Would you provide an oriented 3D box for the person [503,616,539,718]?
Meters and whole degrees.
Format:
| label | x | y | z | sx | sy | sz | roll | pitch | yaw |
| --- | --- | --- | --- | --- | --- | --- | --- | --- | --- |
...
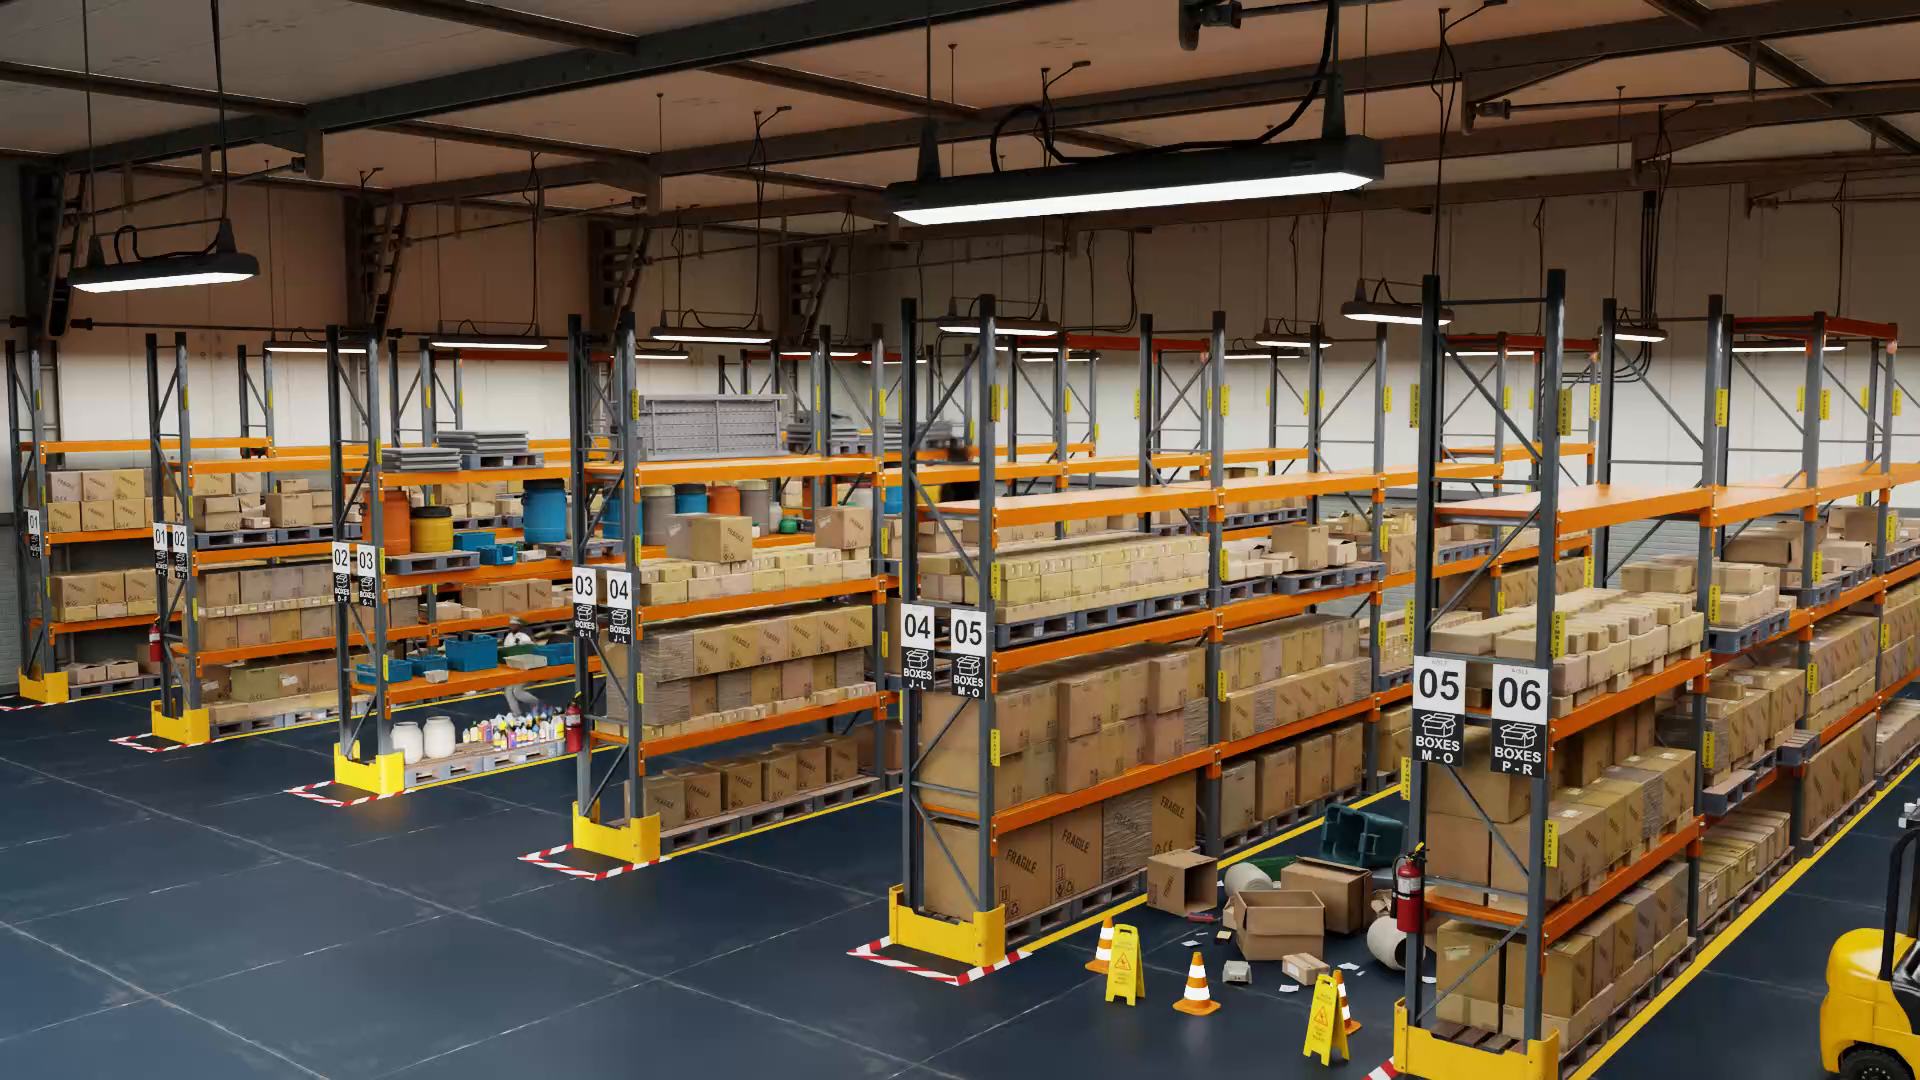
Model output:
| label | x | y | z | sx | sy | sz | roll | pitch | yaw |
| --- | --- | --- | --- | --- | --- | --- | --- | --- | --- |
| person | -6.908 | 2.001 | 25.963 | 0.587 | 1.672 | 0.561 | 3 | 6 | 26 |

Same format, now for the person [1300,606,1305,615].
| label | x | y | z | sx | sy | sz | roll | pitch | yaw |
| --- | --- | --- | --- | --- | --- | --- | --- | --- | --- |
| person | 5.845 | 1.839 | 27.807 | 0.619 | 1.689 | 0.887 | 3 | 6 | 34 |
